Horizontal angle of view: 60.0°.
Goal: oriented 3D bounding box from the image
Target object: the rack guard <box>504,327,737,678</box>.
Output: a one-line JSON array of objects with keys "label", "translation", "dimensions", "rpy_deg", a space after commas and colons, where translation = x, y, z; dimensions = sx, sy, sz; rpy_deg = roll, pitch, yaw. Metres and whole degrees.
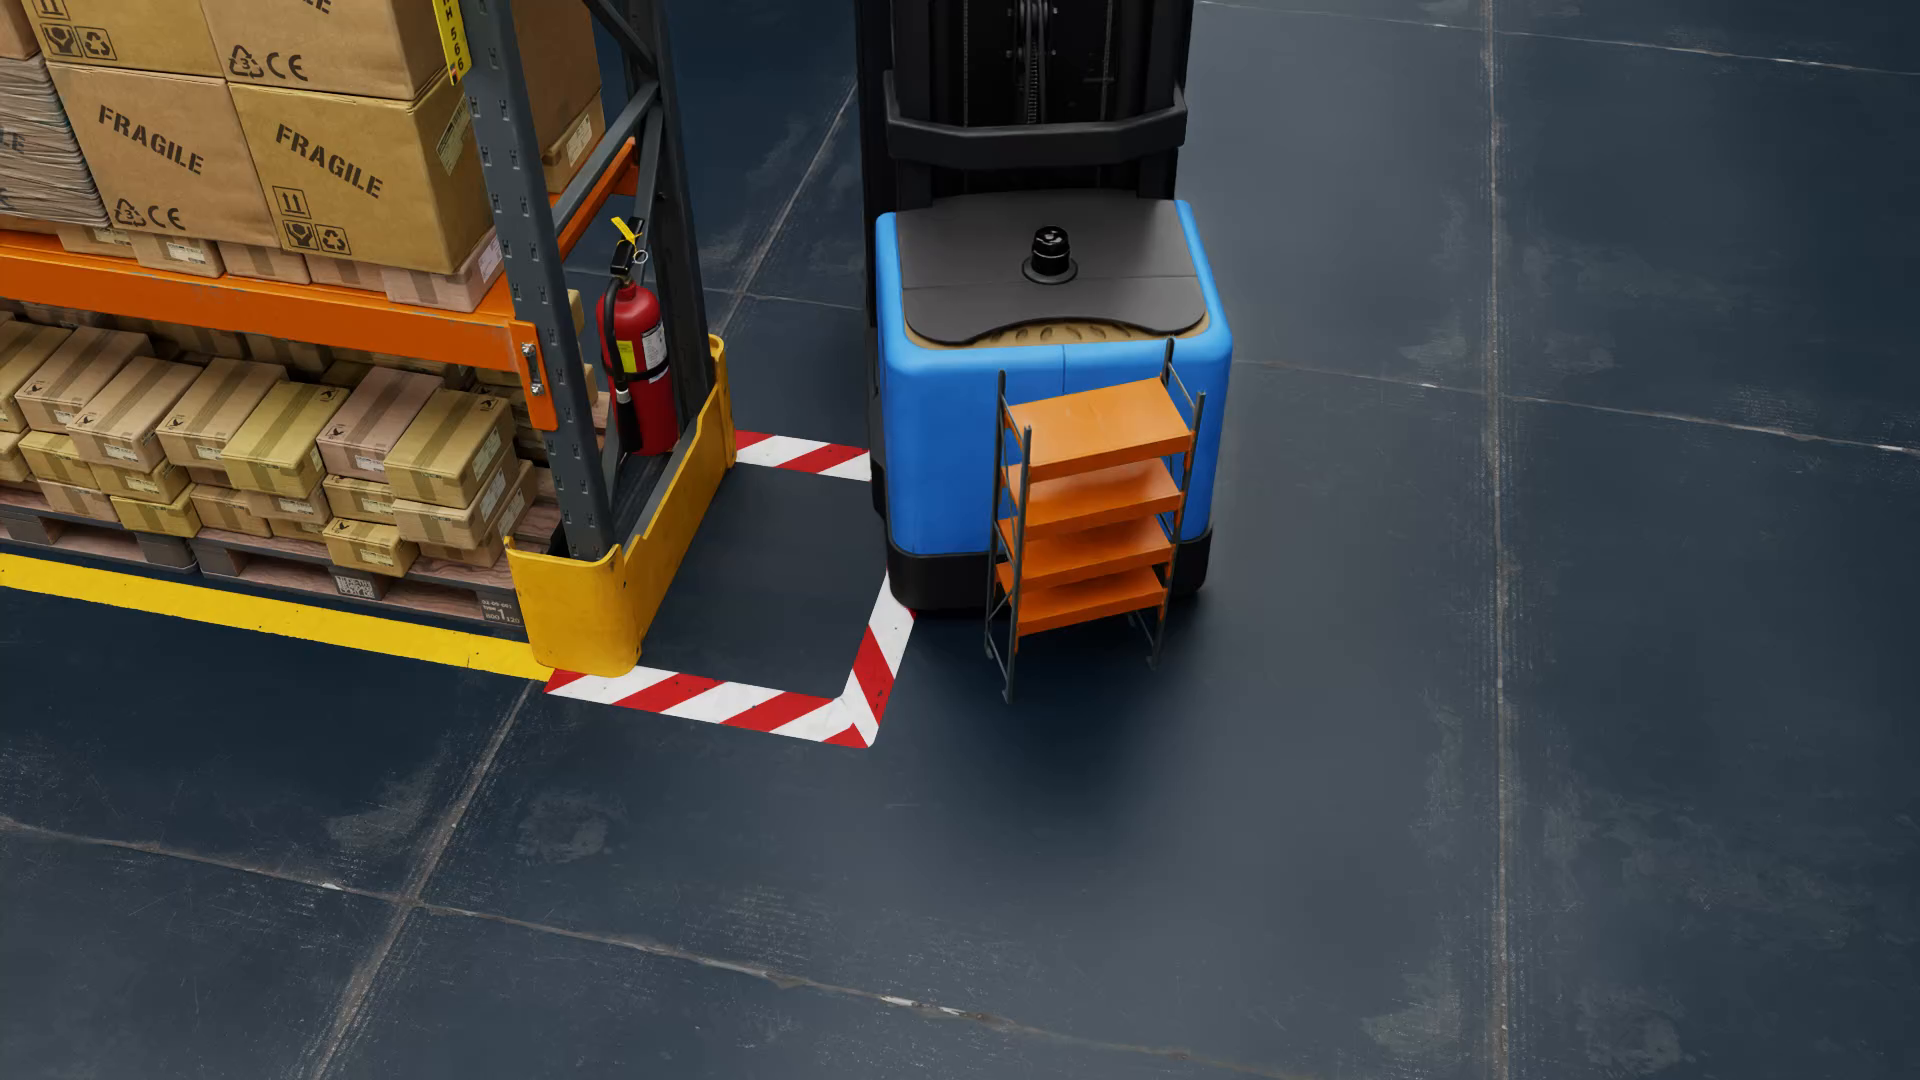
[{"label": "rack guard", "translation": [-1.096, -0.154, 5.550], "dimensions": [0.348, 0.500, 1.175], "rpy_deg": [9, 45, 9]}]

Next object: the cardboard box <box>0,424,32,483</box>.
[{"label": "cardboard box", "translation": [-3.136, -0.383, 5.523], "dimensions": [0.250, 0.149, 0.380], "rpy_deg": [9, 45, 9]}]

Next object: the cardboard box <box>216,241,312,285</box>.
[{"label": "cardboard box", "translation": [-1.884, -0.902, 4.705], "dimensions": [0.250, 0.149, 0.380], "rpy_deg": [8, 45, 9]}]

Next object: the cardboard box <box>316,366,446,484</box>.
[{"label": "cardboard box", "translation": [-1.827, -0.367, 5.293], "dimensions": [0.250, 0.149, 0.380], "rpy_deg": [10, 45, 10]}]

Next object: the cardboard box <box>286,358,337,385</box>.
[{"label": "cardboard box", "translation": [-2.217, -0.697, 5.850], "dimensions": [0.250, 0.149, 0.380], "rpy_deg": [10, 45, 10]}]

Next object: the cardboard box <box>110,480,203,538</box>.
[{"label": "cardboard box", "translation": [-2.600, -0.200, 5.547], "dimensions": [0.250, 0.149, 0.380], "rpy_deg": [7, 44, 7]}]

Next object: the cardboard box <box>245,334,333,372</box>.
[{"label": "cardboard box", "translation": [-2.233, -0.758, 5.698], "dimensions": [0.250, 0.149, 0.380], "rpy_deg": [7, 44, 7]}]

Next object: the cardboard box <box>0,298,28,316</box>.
[{"label": "cardboard box", "translation": [-3.233, -0.962, 5.910], "dimensions": [0.250, 0.149, 0.380], "rpy_deg": [7, 44, 8]}]

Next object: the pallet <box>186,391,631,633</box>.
[{"label": "pallet", "translation": [-1.881, -0.197, 5.803], "dimensions": [1.213, 0.211, 1.003], "rpy_deg": [9, 45, 9]}]

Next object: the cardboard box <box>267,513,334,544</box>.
[{"label": "cardboard box", "translation": [-2.093, -0.175, 5.522], "dimensions": [0.250, 0.149, 0.380], "rpy_deg": [9, 45, 9]}]

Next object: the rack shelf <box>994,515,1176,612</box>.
[{"label": "rack shelf", "translation": [0.365, 0.024, 4.944], "dimensions": [0.480, 0.148, 0.258], "rpy_deg": [-12, 49, -12]}]

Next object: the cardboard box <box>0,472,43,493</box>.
[{"label": "cardboard box", "translation": [-3.092, -0.344, 5.697], "dimensions": [0.250, 0.149, 0.380], "rpy_deg": [10, 45, 10]}]

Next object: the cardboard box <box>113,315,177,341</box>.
[{"label": "cardboard box", "translation": [-2.748, -0.877, 5.822], "dimensions": [0.250, 0.149, 0.380], "rpy_deg": [9, 45, 10]}]

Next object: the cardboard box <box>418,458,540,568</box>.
[{"label": "cardboard box", "translation": [-1.581, -0.106, 5.450], "dimensions": [0.250, 0.149, 0.380], "rpy_deg": [10, 45, 10]}]

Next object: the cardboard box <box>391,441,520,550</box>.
[{"label": "cardboard box", "translation": [-1.599, -0.162, 5.293], "dimensions": [0.250, 0.149, 0.380], "rpy_deg": [8, 44, 8]}]

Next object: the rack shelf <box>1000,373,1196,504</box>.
[{"label": "rack shelf", "translation": [0.374, -0.284, 4.602], "dimensions": [0.480, 0.148, 0.258], "rpy_deg": [-12, 49, -12]}]

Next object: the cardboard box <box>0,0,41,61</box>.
[{"label": "cardboard box", "translation": [-2.527, -1.597, 4.239], "dimensions": [0.500, 0.500, 0.500], "rpy_deg": [11, 45, 11]}]

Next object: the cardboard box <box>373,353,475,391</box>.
[{"label": "cardboard box", "translation": [-1.755, -0.652, 5.588], "dimensions": [0.250, 0.149, 0.380], "rpy_deg": [10, 45, 10]}]

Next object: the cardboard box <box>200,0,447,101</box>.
[{"label": "cardboard box", "translation": [-1.523, -1.448, 4.084], "dimensions": [0.500, 0.500, 0.500], "rpy_deg": [8, 44, 8]}]

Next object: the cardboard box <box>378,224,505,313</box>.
[{"label": "cardboard box", "translation": [-1.402, -0.811, 4.611], "dimensions": [0.250, 0.149, 0.380], "rpy_deg": [9, 45, 9]}]

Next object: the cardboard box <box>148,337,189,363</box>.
[{"label": "cardboard box", "translation": [-2.770, -0.686, 5.838], "dimensions": [0.250, 0.149, 0.380], "rpy_deg": [11, 45, 11]}]

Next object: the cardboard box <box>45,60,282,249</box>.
[{"label": "cardboard box", "translation": [-2.018, -1.162, 4.508], "dimensions": [0.500, 0.500, 0.500], "rpy_deg": [8, 45, 8]}]

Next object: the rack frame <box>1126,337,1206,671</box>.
[{"label": "rack frame", "translation": [0.599, -0.071, 4.945], "dimensions": [0.015, 1.200, 0.240], "rpy_deg": [-12, 49, -12]}]

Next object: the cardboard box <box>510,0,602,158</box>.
[{"label": "cardboard box", "translation": [-1.400, -1.442, 4.798], "dimensions": [0.500, 0.500, 0.500], "rpy_deg": [11, 45, 11]}]

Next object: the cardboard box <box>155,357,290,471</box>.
[{"label": "cardboard box", "translation": [-2.346, -0.403, 5.329], "dimensions": [0.250, 0.149, 0.380], "rpy_deg": [7, 44, 7]}]

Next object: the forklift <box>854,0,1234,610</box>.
[{"label": "forklift", "translation": [0.184, -1.846, 5.554], "dimensions": [1.130, 2.935, 3.031], "rpy_deg": [-3, 44, -3]}]

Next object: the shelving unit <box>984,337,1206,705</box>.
[{"label": "shelving unit", "translation": [0.366, -0.021, 4.894], "dimensions": [0.503, 1.200, 0.258], "rpy_deg": [-12, 49, -12]}]

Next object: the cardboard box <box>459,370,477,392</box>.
[{"label": "cardboard box", "translation": [-1.732, -0.607, 5.757], "dimensions": [0.250, 0.149, 0.380], "rpy_deg": [9, 45, 9]}]

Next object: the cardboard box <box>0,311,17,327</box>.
[{"label": "cardboard box", "translation": [-3.347, -0.605, 5.540], "dimensions": [0.250, 0.149, 0.380], "rpy_deg": [7, 44, 7]}]

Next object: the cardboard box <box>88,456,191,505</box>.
[{"label": "cardboard box", "translation": [-2.615, -0.309, 5.446], "dimensions": [0.250, 0.149, 0.380], "rpy_deg": [9, 45, 10]}]

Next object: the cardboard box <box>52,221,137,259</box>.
[{"label": "cardboard box", "translation": [-2.389, -0.985, 4.791], "dimensions": [0.250, 0.149, 0.380], "rpy_deg": [7, 44, 7]}]

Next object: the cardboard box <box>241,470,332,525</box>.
[{"label": "cardboard box", "translation": [-2.107, -0.239, 5.374], "dimensions": [0.250, 0.149, 0.380], "rpy_deg": [7, 44, 7]}]

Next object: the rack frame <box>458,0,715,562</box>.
[{"label": "rack frame", "translation": [-1.022, -1.043, 4.671], "dimensions": [0.127, 3.000, 1.000], "rpy_deg": [9, 45, 9]}]

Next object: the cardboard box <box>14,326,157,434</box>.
[{"label": "cardboard box", "translation": [-2.853, -0.521, 5.452], "dimensions": [0.250, 0.149, 0.380], "rpy_deg": [7, 44, 8]}]
